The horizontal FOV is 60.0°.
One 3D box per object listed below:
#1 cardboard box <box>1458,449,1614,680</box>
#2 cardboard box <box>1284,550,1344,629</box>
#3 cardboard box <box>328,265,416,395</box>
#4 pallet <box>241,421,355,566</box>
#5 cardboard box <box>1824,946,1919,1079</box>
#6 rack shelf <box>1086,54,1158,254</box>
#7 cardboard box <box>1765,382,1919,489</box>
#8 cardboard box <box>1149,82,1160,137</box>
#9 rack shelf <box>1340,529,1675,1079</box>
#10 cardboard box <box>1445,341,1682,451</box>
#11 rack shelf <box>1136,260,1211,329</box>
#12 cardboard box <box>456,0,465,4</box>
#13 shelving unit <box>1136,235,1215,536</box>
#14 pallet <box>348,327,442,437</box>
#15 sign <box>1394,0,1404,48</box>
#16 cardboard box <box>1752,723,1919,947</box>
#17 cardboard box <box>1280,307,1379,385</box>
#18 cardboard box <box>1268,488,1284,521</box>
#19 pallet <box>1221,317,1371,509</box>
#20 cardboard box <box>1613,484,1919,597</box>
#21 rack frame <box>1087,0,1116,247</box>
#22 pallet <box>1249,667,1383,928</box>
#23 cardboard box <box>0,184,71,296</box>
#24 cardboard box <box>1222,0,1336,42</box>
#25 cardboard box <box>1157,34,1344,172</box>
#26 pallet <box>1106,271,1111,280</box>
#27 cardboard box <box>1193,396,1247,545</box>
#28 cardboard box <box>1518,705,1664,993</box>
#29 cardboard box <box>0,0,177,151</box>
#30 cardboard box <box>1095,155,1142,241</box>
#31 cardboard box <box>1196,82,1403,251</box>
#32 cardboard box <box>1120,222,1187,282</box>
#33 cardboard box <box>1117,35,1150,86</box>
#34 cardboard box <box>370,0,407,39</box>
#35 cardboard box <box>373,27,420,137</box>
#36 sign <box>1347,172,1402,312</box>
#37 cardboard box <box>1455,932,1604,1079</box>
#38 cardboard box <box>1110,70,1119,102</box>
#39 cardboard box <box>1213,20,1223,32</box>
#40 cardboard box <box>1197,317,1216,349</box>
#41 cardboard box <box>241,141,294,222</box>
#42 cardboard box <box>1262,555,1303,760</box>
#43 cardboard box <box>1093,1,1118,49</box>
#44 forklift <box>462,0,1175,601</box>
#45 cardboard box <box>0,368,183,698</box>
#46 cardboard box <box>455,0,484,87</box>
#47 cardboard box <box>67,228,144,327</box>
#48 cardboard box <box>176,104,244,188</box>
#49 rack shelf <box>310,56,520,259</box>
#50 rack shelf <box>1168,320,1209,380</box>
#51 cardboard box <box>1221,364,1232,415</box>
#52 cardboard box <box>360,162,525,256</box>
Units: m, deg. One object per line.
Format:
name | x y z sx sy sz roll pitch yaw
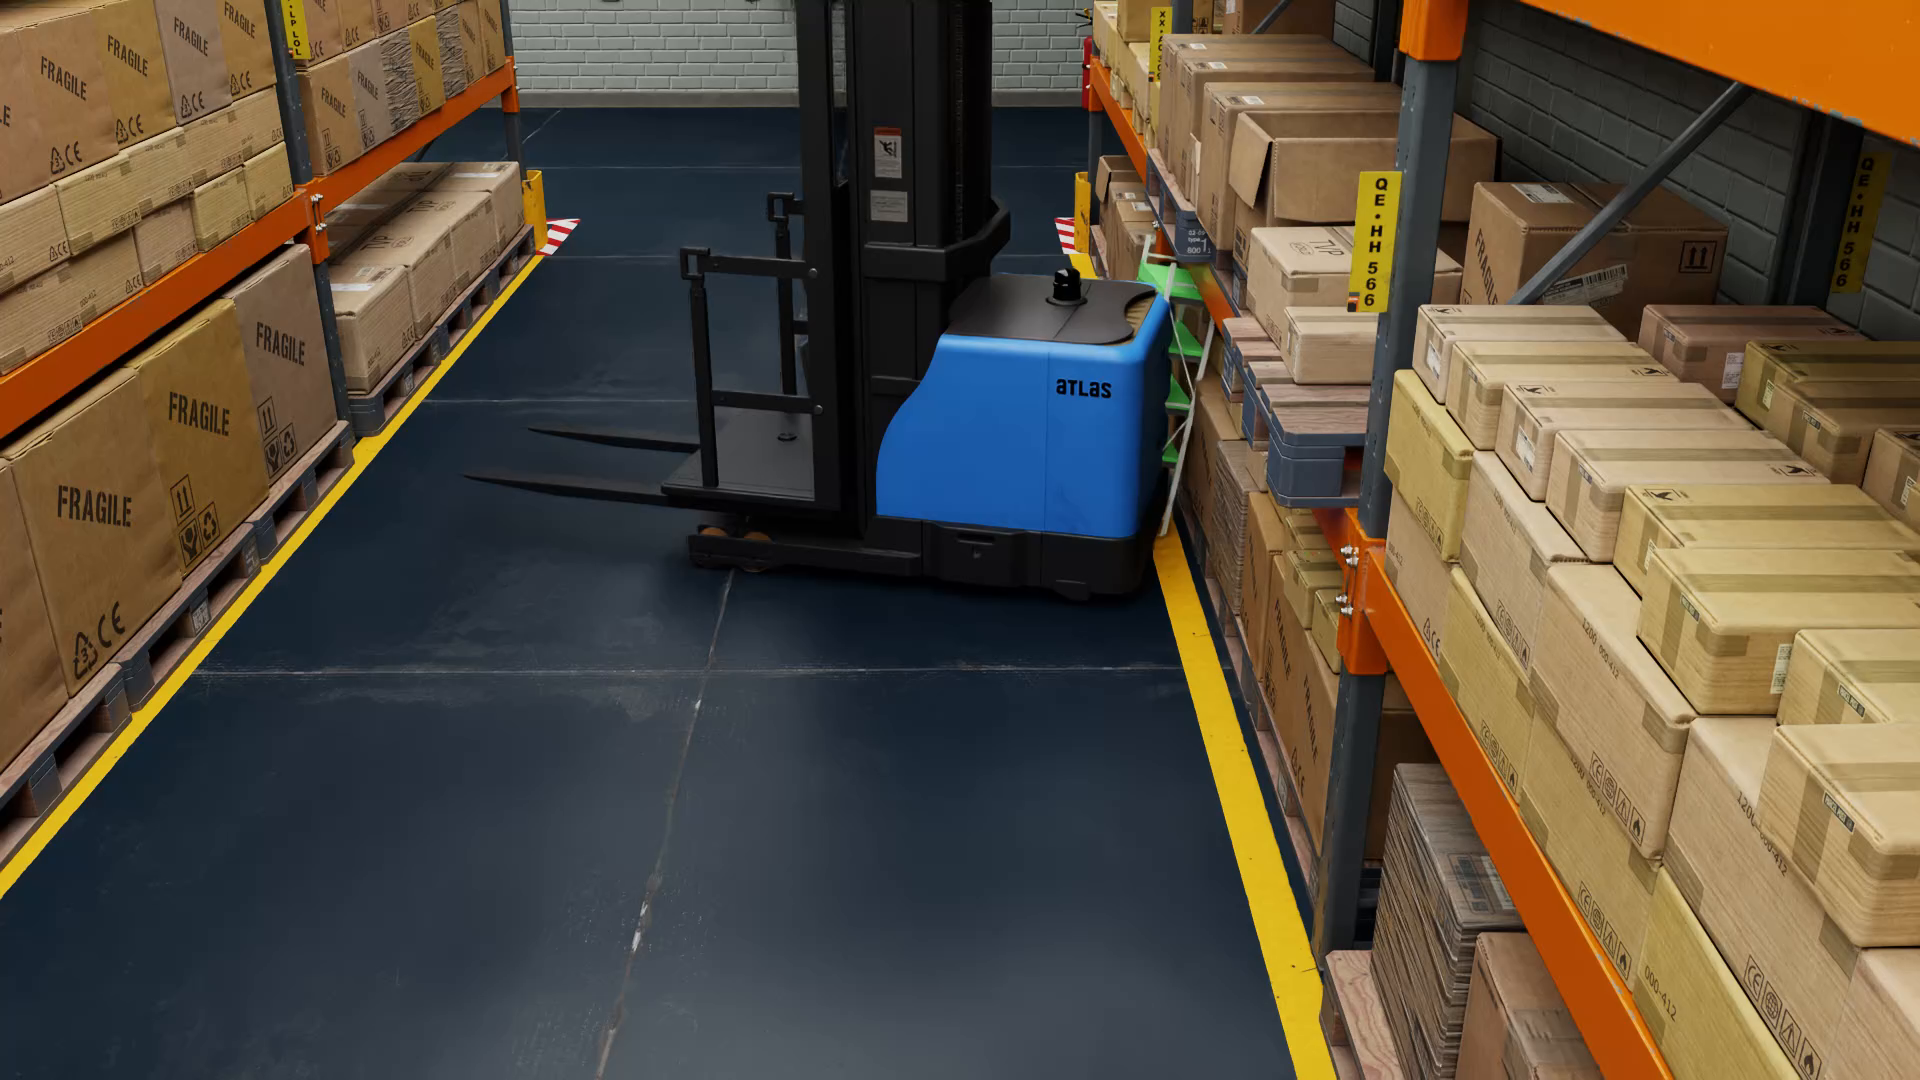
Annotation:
cardboard box | 1.257 0.038 3.102 0.500 0.250 0.500 0 24 1
cardboard box | 1.199 0.144 5.028 0.380 0.149 0.250 -1 24 -3
cardboard box | -3.415 -1.101 8.643 0.875 0.438 0.875 -1 24 -1
pallet | -3.431 -0.229 7.501 1.003 0.211 1.213 0 24 -1
cardboard box | 1.262 0.672 1.700 0.500 0.250 0.500 0 24 0
rack shelf | 1.426 -2.338 9.652 1.077 0.370 4.000 0 24 -1
cardboard box | 1.754 -0.187 3.115 0.380 0.149 0.250 0 24 -1
cardboard box | 1.199 -2.117 8.113 0.500 0.250 0.500 0 24 1
rack shelf | 1.514 0.959 2.363 1.077 0.370 4.000 0 24 -1
cardboard box | 1.205 -0.292 3.346 0.380 0.149 0.250 0 24 1
rack shelf | 0.927 -1.051 7.113 0.258 0.148 0.480 7 23 -9
cardboard box | -3.280 -3.554 10.134 0.500 0.500 0.500 0 24 0
shelving unit | 0.857 -0.672 7.271 0.258 1.200 0.503 7 23 -9
pallet | -3.445 -0.861 8.897 1.003 0.211 1.213 0 24 -1
sign | 2.003 -2.373 7.452 0.100 0.325 0.005 0 24 -1
cardboard box | 1.186 0.339 1.952 0.380 0.149 0.250 -1 24 -2
cardboard box | 1.101 -0.539 4.597 0.380 0.149 0.250 0 24 0
cardboard box | 1.280 -0.176 5.736 0.380 0.149 0.250 -1 24 -1
pallet | 1.414 -0.385 4.694 1.213 0.211 1.003 0 24 -1
cardboard box | 1.282 0.025 2.646 0.380 0.149 0.250 0 24 0
rack frame | 1.405 -3.490 11.326 1.000 3.000 0.127 0 24 -1
pallet | 1.522 0.770 5.292 1.003 0.211 1.213 0 24 -1
cardboard box | -3.228 -0.957 5.302 0.500 0.250 0.500 0 24 -1
cardboard box | 1.698 -2.865 8.856 0.500 0.500 0.500 -1 24 -2
cardboard box | 1.230 -1.878 7.131 0.700 0.500 0.500 0 24 1
pallet | 1.426 -1.358 9.996 1.003 0.211 1.213 0 24 -1
cardboard box | 1.245 -0.268 6.727 0.500 0.500 0.500 -1 24 -2
cardboard box | 1.266 0.479 2.734 0.500 0.250 0.500 -1 24 -2
cardboard box | -3.260 -1.714 6.064 0.500 0.500 0.500 0 24 1
cardboard box | 1.317 -2.291 11.196 0.797 0.503 0.637 -1 24 -3
cardboard box | 1.244 -1.341 5.945 0.700 0.500 0.500 0 24 -1
cardboard box | 1.298 -1.509 9.471 0.700 0.500 0.500 -1 24 -3
cardboard box | 1.182 -2.741 9.493 0.500 0.250 0.500 -1 24 -2
cardboard box | -3.272 -2.935 8.766 0.500 0.500 0.500 0 24 0
cardboard box | -3.259 -2.470 8.950 0.500 0.500 0.500 0 24 0
sign | 0.949 -0.678 3.801 0.100 0.325 0.005 0 24 -1
cardboard box | 1.500 1.224 3.276 0.875 0.625 0.625 1 24 1
cardboard box | 1.098 -2.707 9.901 0.380 0.149 0.250 -1 24 -2
cardboard box | 1.680 -2.952 9.958 0.500 0.250 0.500 1 24 1
cardboard box | 1.266 -0.927 7.395 0.380 0.149 0.250 -1 24 -2
cardboard box | -3.258 -1.566 7.254 0.500 0.250 0.500 -1 24 -2
cardboard box | 1.277 0.375 5.305 0.500 0.500 0.500 -1 24 -1
cardboard box | 1.140 -3.369 10.879 0.500 0.250 0.500 0 24 0
forklift | -0.653 -1.403 6.794 3.031 2.935 1.130 6 25 13
cardboard box | -3.401 -0.045 5.779 0.875 0.875 0.875 0 24 0
cardboard box | -3.298 -3.107 10.358 0.500 0.500 0.500 -1 24 -2
cardboard box | -3.257 -0.935 5.859 0.500 0.250 0.500 0 24 -1
cardboard box | -3.254 -1.591 6.702 0.500 0.250 0.500 0 24 1
rack shelf | -3.537 -2.314 9.599 1.077 0.370 4.000 0 24 -1
rack shelf | 0.887 -0.832 7.204 0.258 0.148 0.480 7 23 -9
cardboard box | 1.263 -0.605 6.684 0.380 0.149 0.250 0 24 -1
cardboard box | -3.452 -2.218 11.114 0.875 0.438 0.875 -1 24 -2
